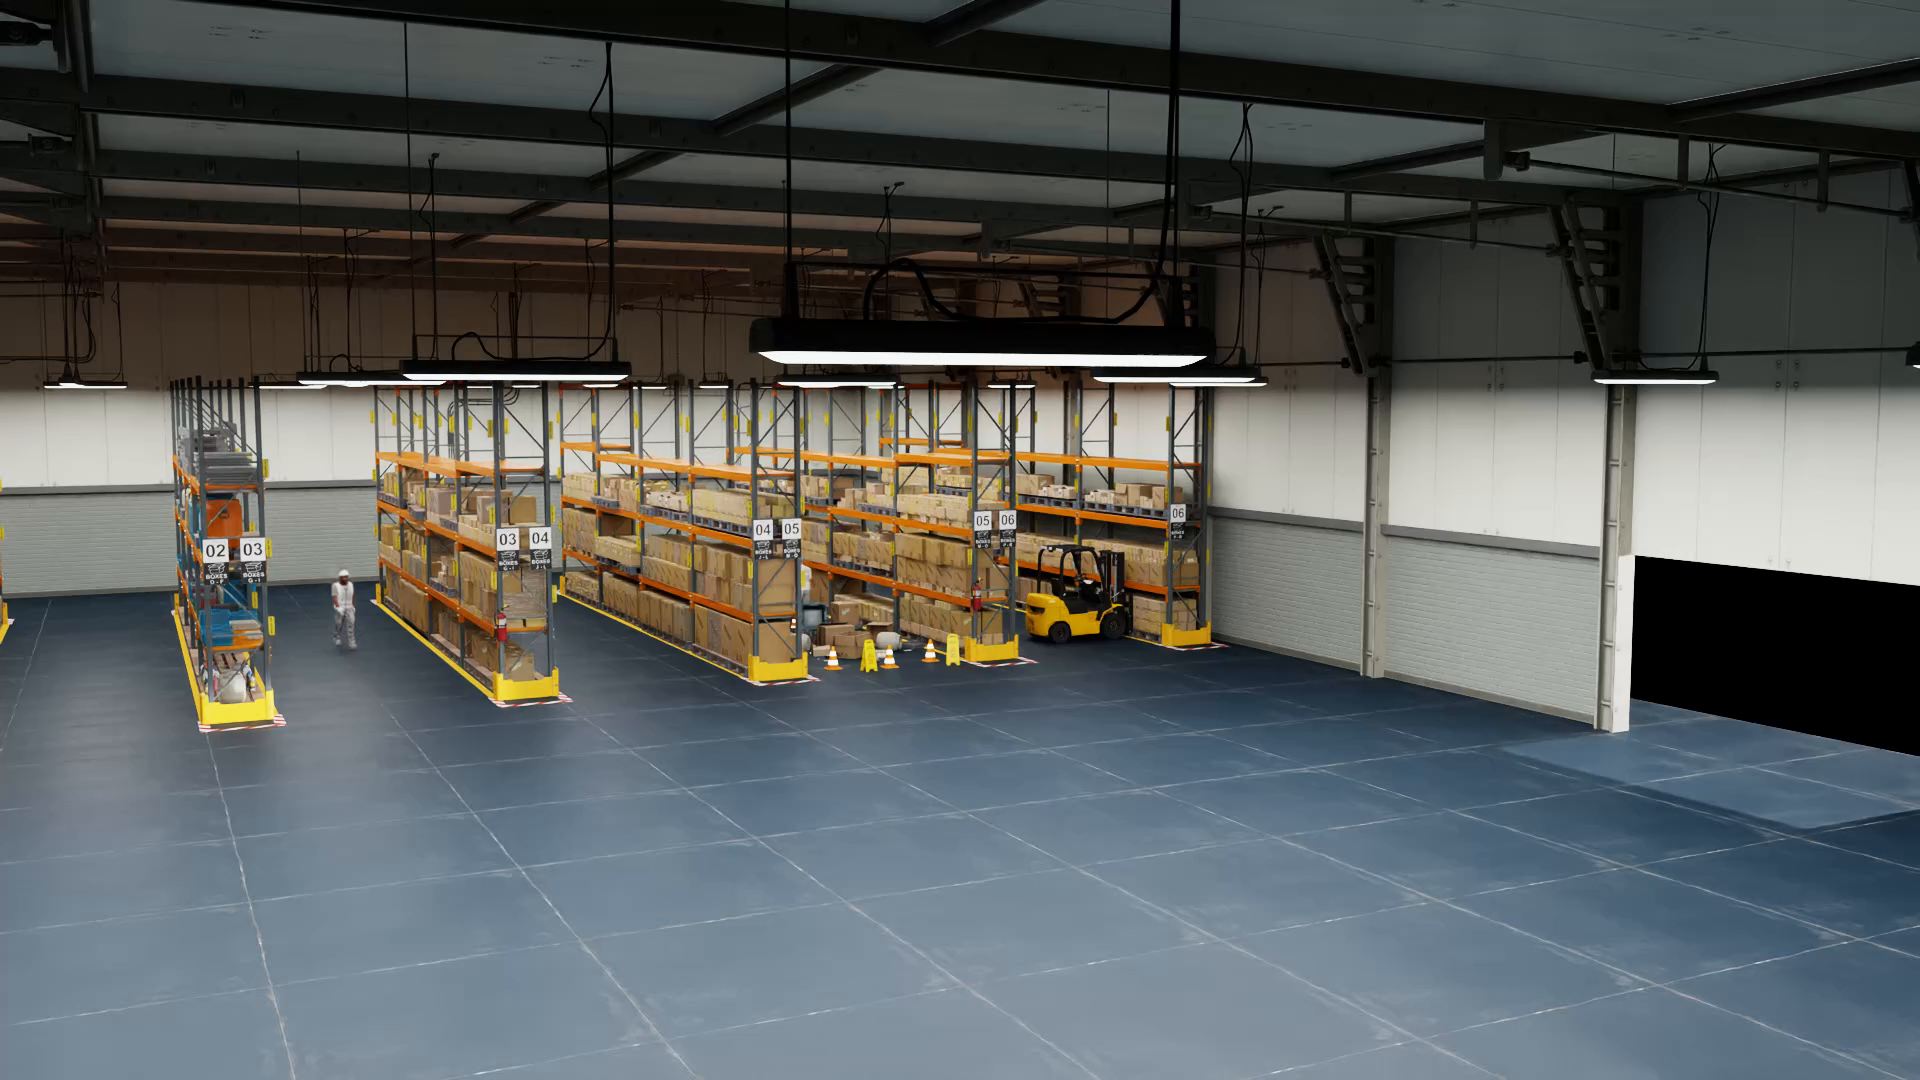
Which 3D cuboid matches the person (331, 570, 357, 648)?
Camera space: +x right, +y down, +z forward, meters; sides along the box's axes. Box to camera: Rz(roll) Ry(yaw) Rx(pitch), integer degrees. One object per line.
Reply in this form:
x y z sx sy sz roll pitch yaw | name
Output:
-13.767 1.530 37.263 0.574 1.725 0.995 -4 7 -41 | person

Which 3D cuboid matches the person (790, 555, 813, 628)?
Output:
-3.850 1.281 40.445 0.600 1.812 0.601 -4 6 -38 | person
